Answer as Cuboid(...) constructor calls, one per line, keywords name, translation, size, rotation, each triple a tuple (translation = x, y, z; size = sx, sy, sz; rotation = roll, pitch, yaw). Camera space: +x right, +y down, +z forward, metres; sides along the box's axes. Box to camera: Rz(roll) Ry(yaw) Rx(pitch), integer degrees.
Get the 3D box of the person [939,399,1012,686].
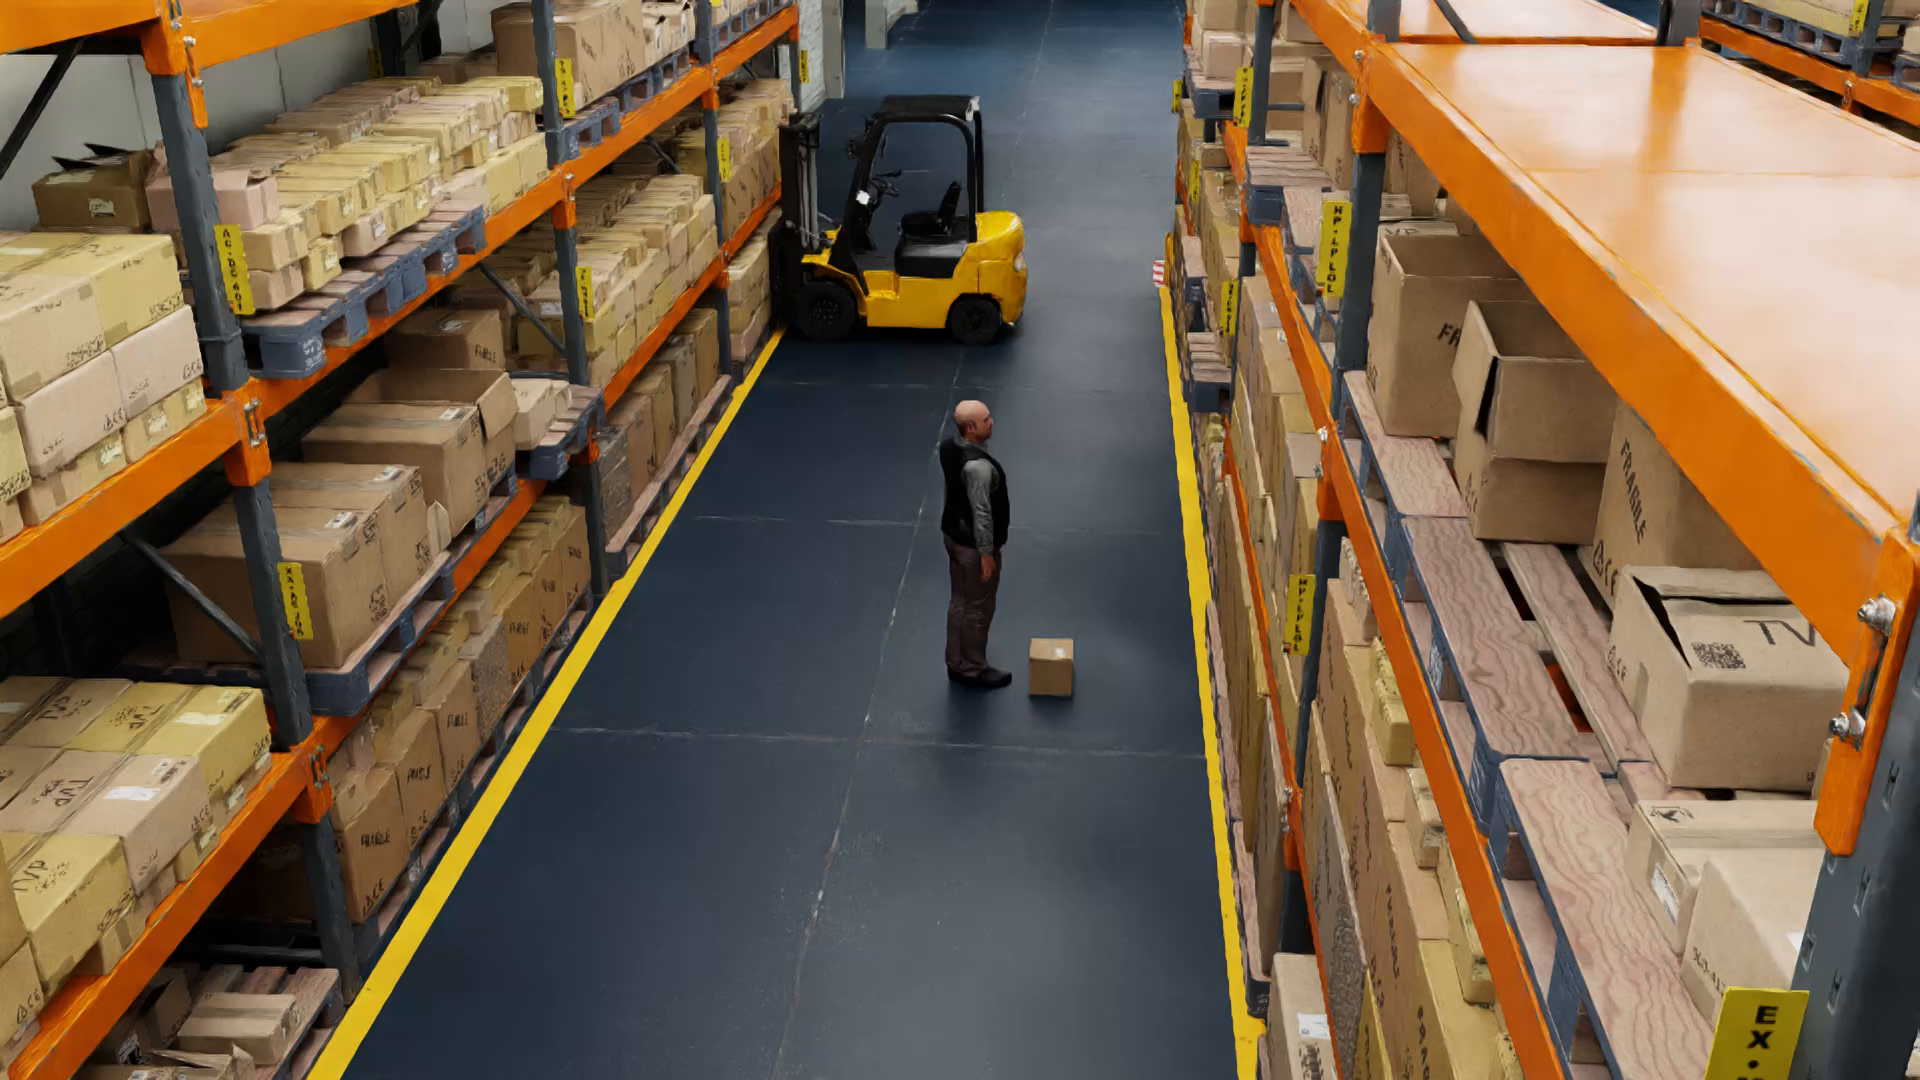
Cuboid(name="person", translation=(0.075, 0.002, 9.595), size=(0.366, 1.727, 0.634), rotation=(-10, 26, -21))
